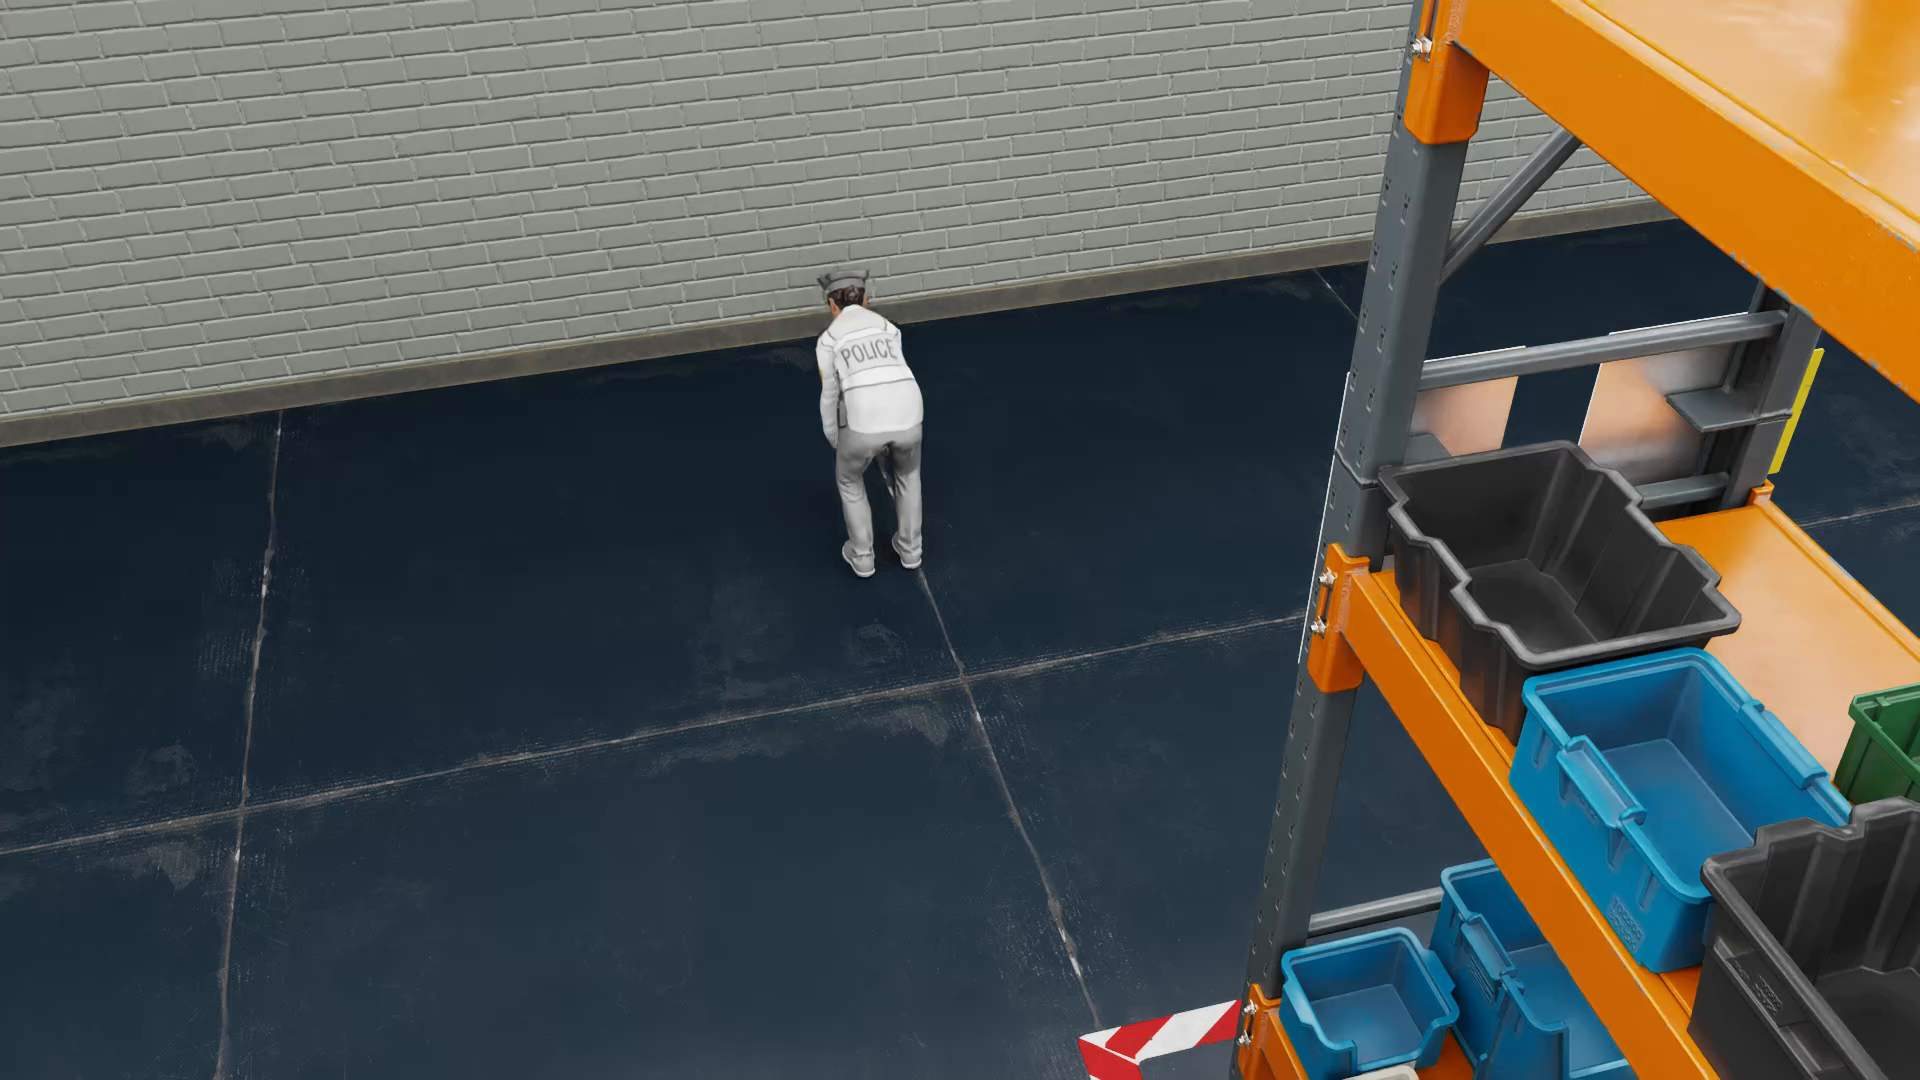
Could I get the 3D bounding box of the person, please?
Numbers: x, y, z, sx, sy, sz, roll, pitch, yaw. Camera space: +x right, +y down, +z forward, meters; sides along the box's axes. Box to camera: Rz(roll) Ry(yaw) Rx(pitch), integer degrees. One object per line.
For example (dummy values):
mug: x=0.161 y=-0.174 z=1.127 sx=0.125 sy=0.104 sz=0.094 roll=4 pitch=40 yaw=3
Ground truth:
person: x=-0.433 y=-0.553 z=7.703 sx=0.411 sy=1.307 sz=0.886 roll=-10 pitch=40 yaw=-13
